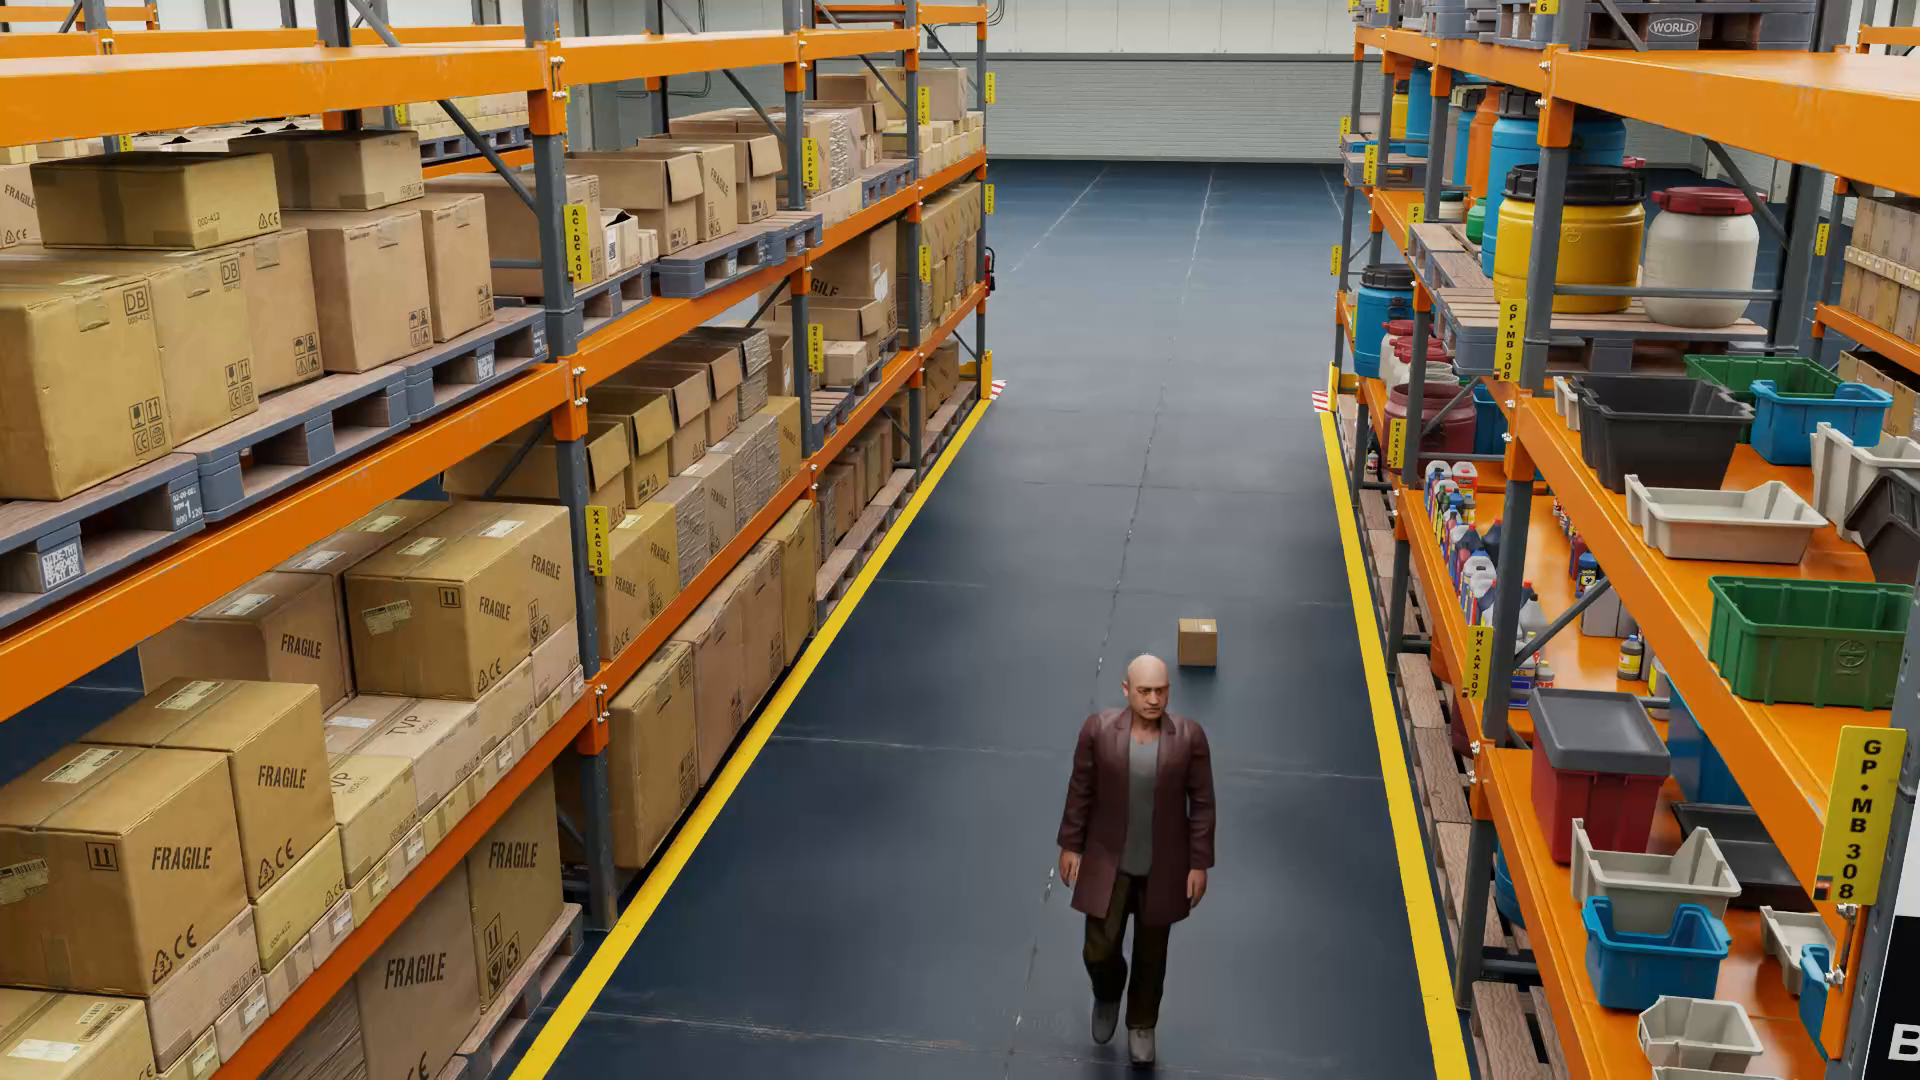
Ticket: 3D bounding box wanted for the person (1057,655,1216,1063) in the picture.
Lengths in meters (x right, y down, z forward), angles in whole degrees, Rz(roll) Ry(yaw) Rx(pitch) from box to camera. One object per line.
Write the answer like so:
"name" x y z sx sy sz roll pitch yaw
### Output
"person" 0.719 1.423 6.858 0.649 1.592 0.510 2 18 5
